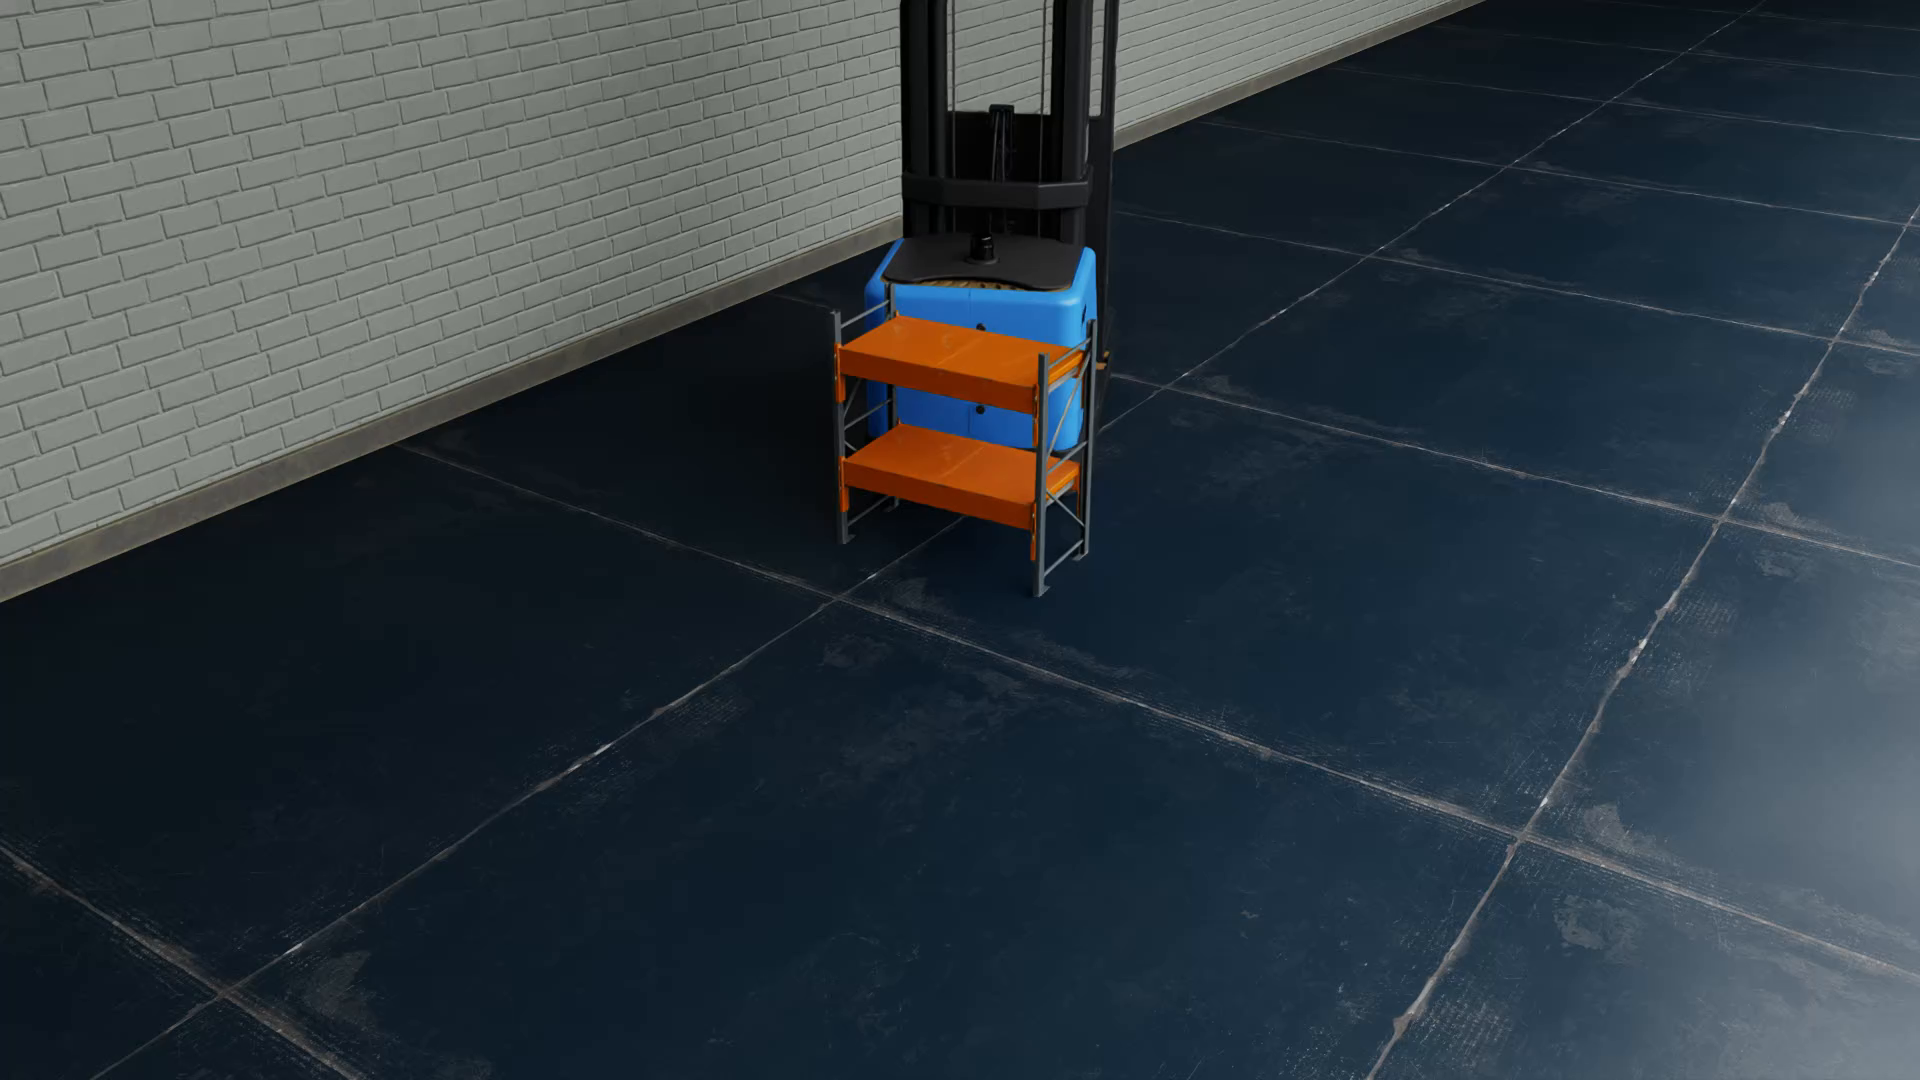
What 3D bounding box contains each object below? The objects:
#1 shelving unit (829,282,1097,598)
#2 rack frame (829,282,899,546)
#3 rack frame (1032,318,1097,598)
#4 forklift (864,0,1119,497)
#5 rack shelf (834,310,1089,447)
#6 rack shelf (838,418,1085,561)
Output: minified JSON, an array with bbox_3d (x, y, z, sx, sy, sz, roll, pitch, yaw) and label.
[{"bbox_3d":[0.011,-0.462,7.417,1.048,1.125,0.538,14,30,26],"label":"shelving unit"},{"bbox_3d":[-0.431,-0.575,7.641,0.032,1.125,0.500,14,30,26],"label":"rack frame"},{"bbox_3d":[0.453,-0.348,7.194,0.032,1.125,0.500,14,30,26],"label":"rack frame"},{"bbox_3d":[0.282,-2.157,8.757,1.130,2.935,3.031,4,27,8],"label":"forklift"},{"bbox_3d":[0.011,-0.723,7.285,1.000,0.278,0.538,14,30,26],"label":"rack shelf"},{"bbox_3d":[0.011,-0.244,7.528,1.000,0.278,0.538,14,30,26],"label":"rack shelf"}]
